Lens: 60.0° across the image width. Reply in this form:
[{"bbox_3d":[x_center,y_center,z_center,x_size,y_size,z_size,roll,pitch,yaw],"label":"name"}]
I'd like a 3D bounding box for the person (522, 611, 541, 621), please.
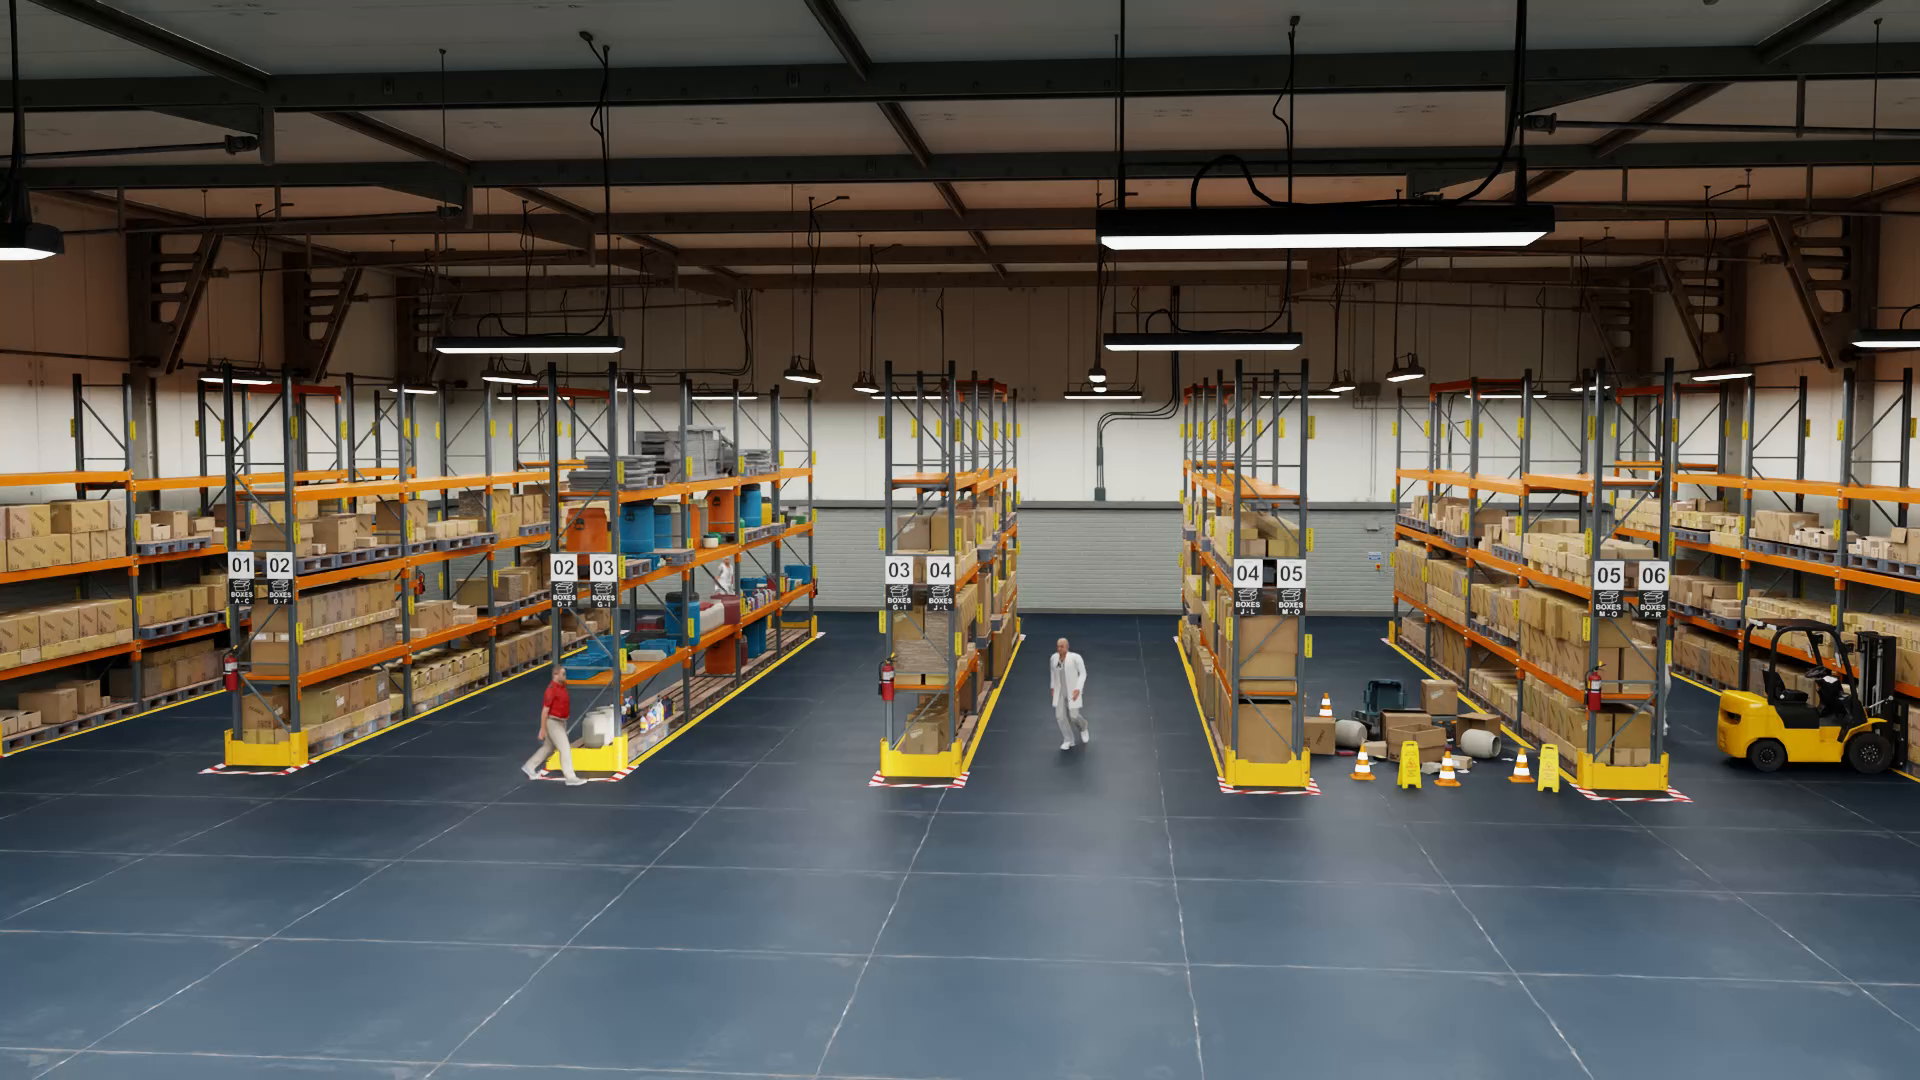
[{"bbox_3d":[-10.564,1.428,41.054,0.567,1.742,0.680,1,4,11],"label":"person"}]

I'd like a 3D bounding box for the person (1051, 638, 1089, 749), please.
[{"bbox_3d":[1.753,2.405,26.359,0.648,1.749,0.730,2,4,28],"label":"person"}]

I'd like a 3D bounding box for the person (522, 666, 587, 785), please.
[{"bbox_3d":[-5.757,2.610,23.512,1.083,1.667,0.546,1,4,12],"label":"person"}]

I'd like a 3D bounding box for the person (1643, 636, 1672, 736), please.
[{"bbox_3d":[11.526,2.401,27.353,0.517,1.624,0.591,-1,4,-14],"label":"person"}]

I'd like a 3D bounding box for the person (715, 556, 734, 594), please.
[{"bbox_3d":[-6.280,1.224,44.405,1.140,1.732,0.515,2,4,26],"label":"person"}]
